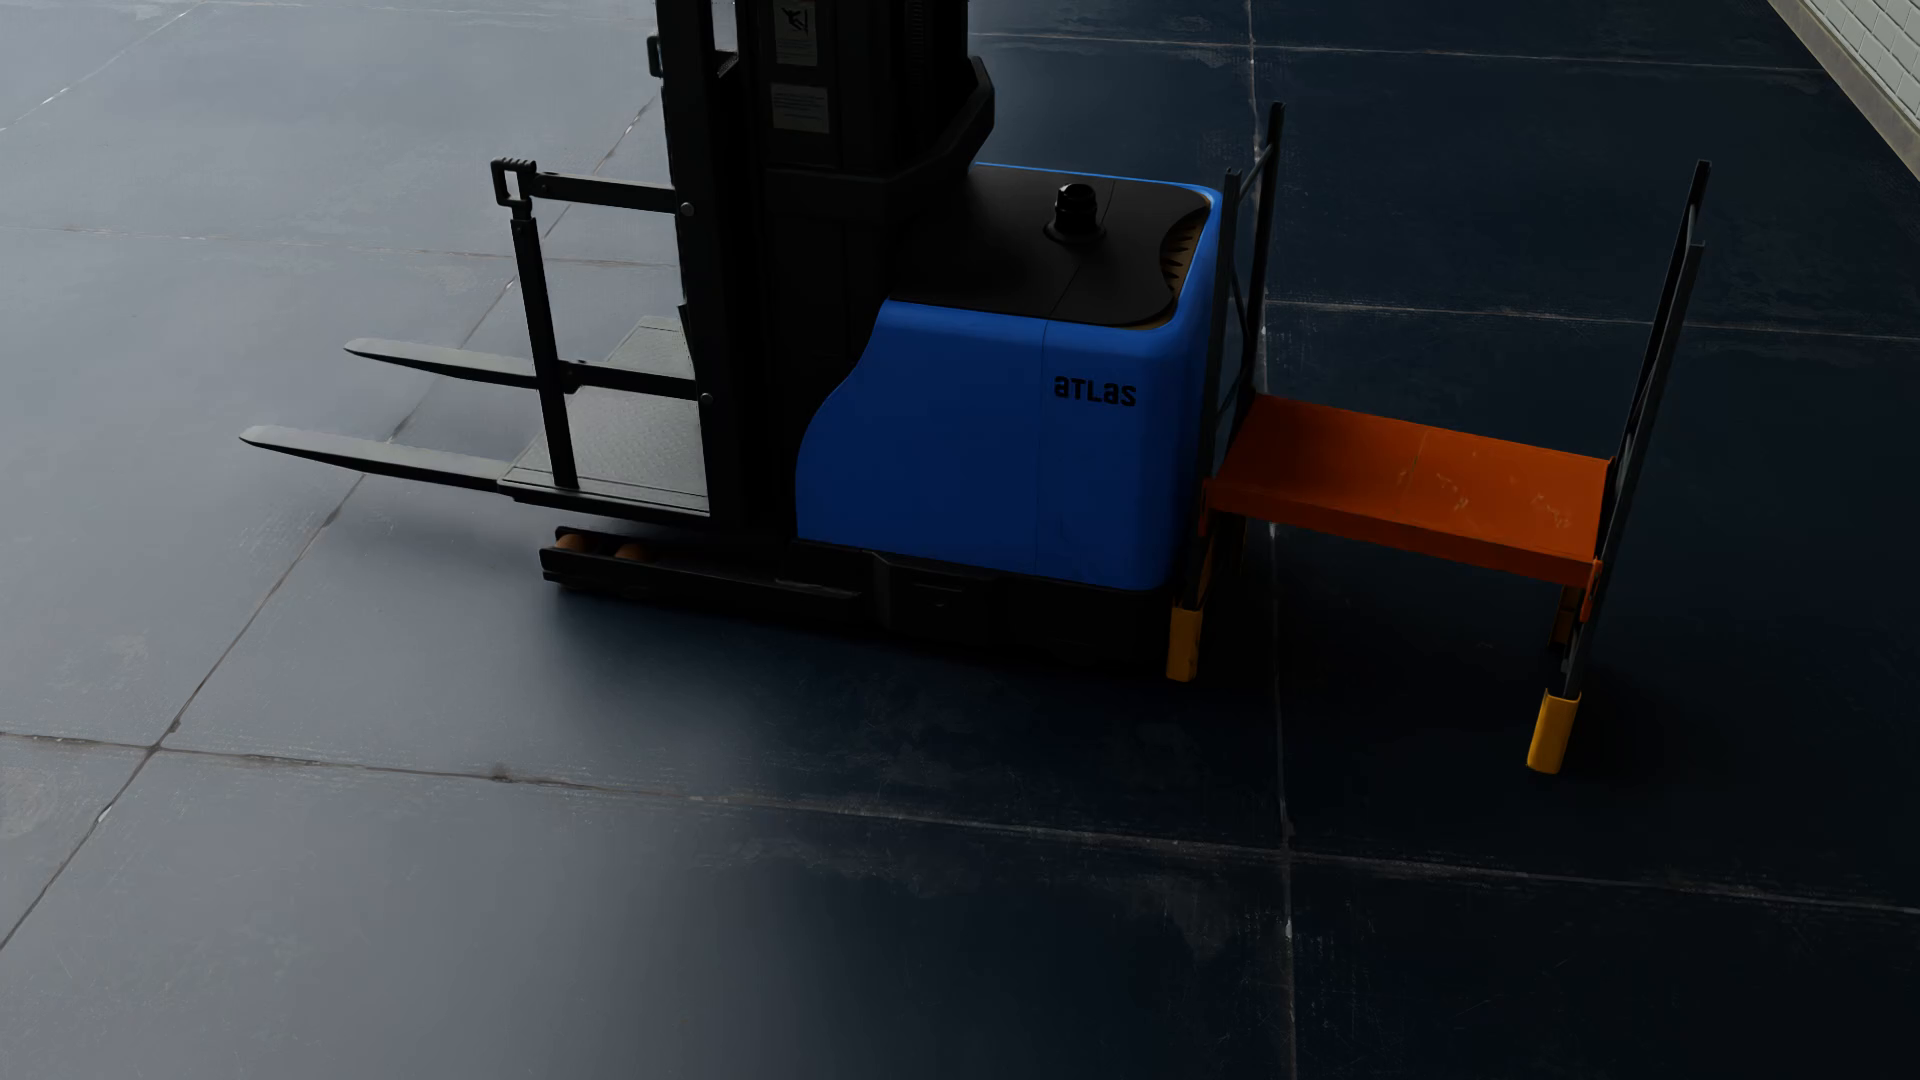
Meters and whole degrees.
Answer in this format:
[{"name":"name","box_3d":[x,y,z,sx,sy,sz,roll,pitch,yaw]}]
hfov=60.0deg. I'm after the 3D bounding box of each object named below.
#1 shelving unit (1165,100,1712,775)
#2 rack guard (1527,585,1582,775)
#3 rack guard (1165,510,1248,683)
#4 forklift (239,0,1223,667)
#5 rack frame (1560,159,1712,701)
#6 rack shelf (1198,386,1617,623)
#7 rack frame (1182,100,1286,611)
[{"name":"shelving unit","box_3d":[1.185,-0.264,4.329,1.083,1.500,0.587,13,38,18]},{"name":"rack guard","box_3d":[1.647,0.353,4.541,0.087,0.250,0.587,13,38,18]},{"name":"rack guard","box_3d":[0.723,0.137,4.843,0.087,0.250,0.587,13,38,18]},{"name":"forklift","box_3d":[-0.765,-1.300,4.549,3.031,2.935,1.130,9,36,12]},{"name":"rack frame","box_3d":[1.665,-0.152,4.172,0.032,1.500,0.500,13,38,18]},{"name":"rack shelf","box_3d":[1.193,-0.115,4.430,1.000,0.185,0.538,13,38,18]},{"name":"rack frame","box_3d":[0.722,-0.372,4.480,0.032,1.500,0.500,13,38,18]}]
